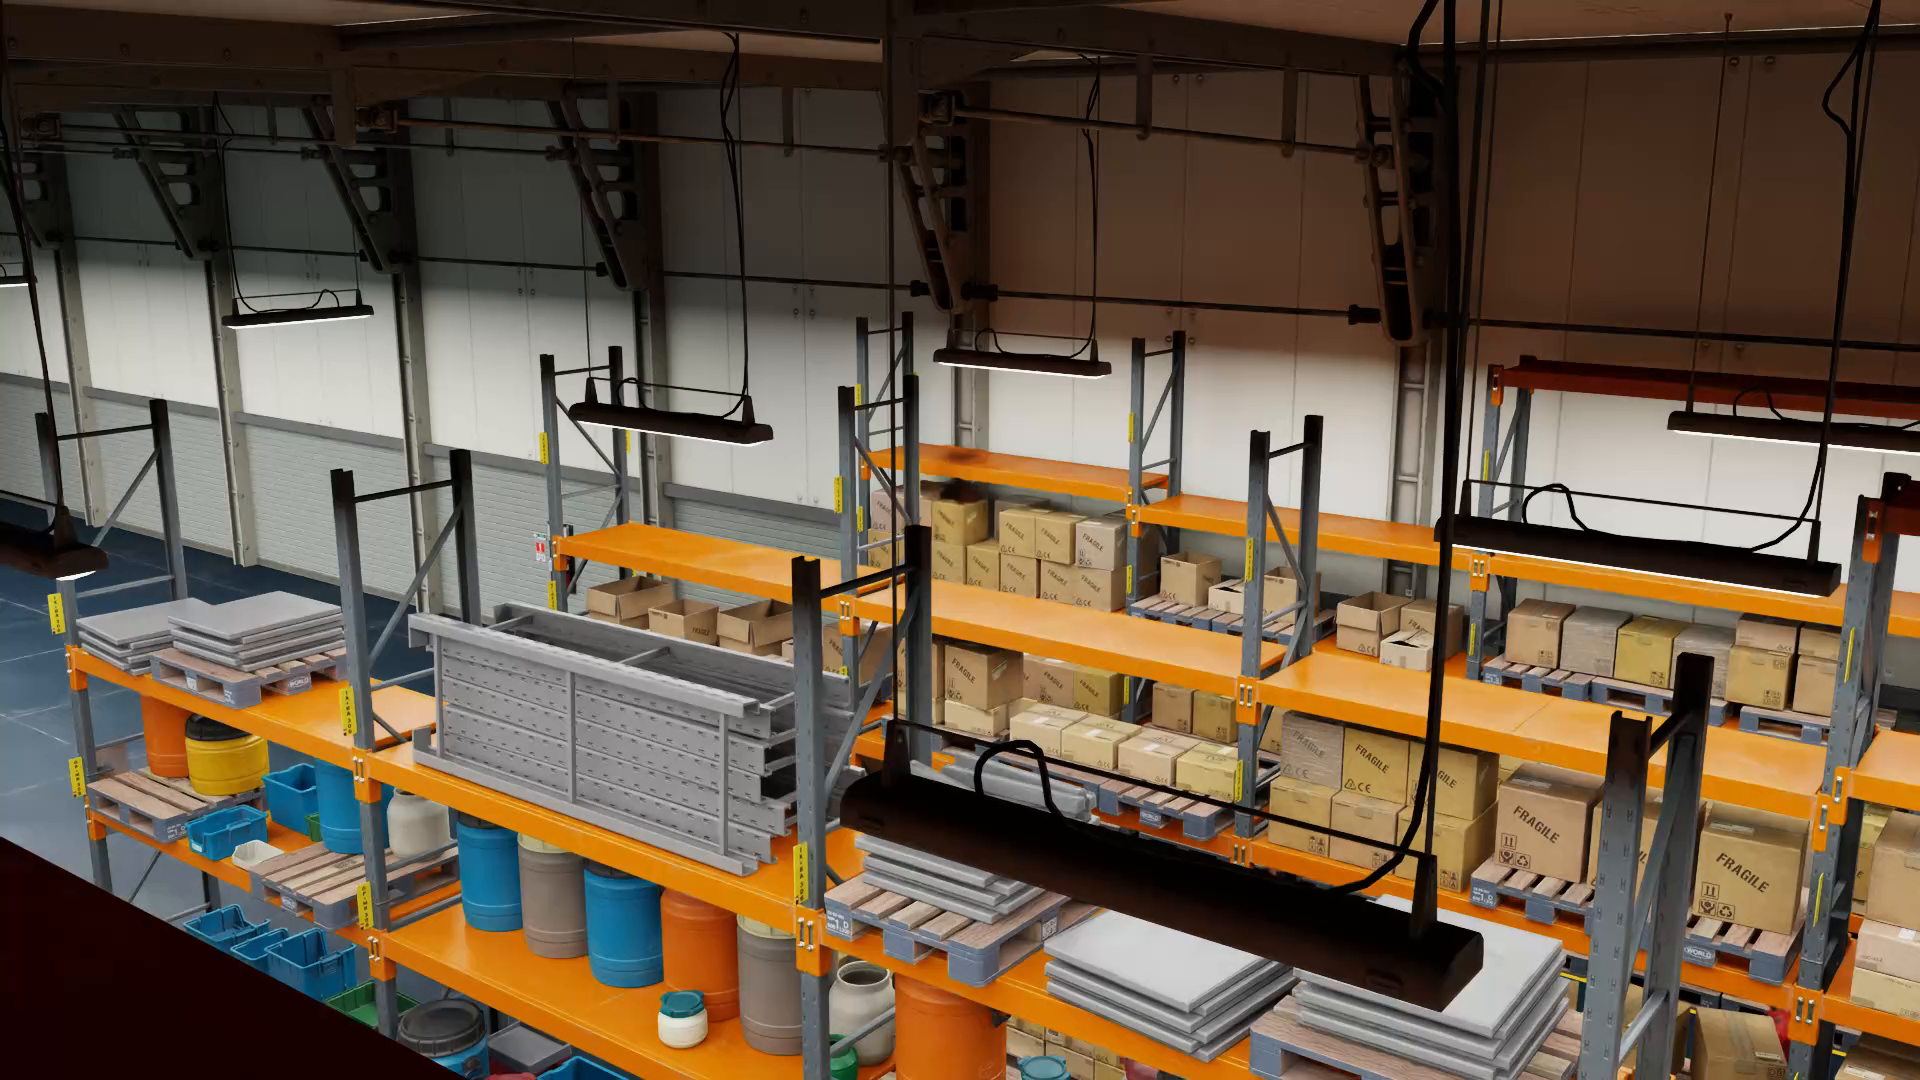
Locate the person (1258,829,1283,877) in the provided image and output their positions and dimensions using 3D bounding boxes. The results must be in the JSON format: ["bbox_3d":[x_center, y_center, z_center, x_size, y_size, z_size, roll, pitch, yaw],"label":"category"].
[{"bbox_3d":[3.197,3.448,16.891,0.978,1.597,0.530,7,15,29],"label":"person"}]

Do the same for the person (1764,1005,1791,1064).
[{"bbox_3d":[6.368,4.255,13.151,1.060,1.670,0.565,9,16,34],"label":"person"}]
